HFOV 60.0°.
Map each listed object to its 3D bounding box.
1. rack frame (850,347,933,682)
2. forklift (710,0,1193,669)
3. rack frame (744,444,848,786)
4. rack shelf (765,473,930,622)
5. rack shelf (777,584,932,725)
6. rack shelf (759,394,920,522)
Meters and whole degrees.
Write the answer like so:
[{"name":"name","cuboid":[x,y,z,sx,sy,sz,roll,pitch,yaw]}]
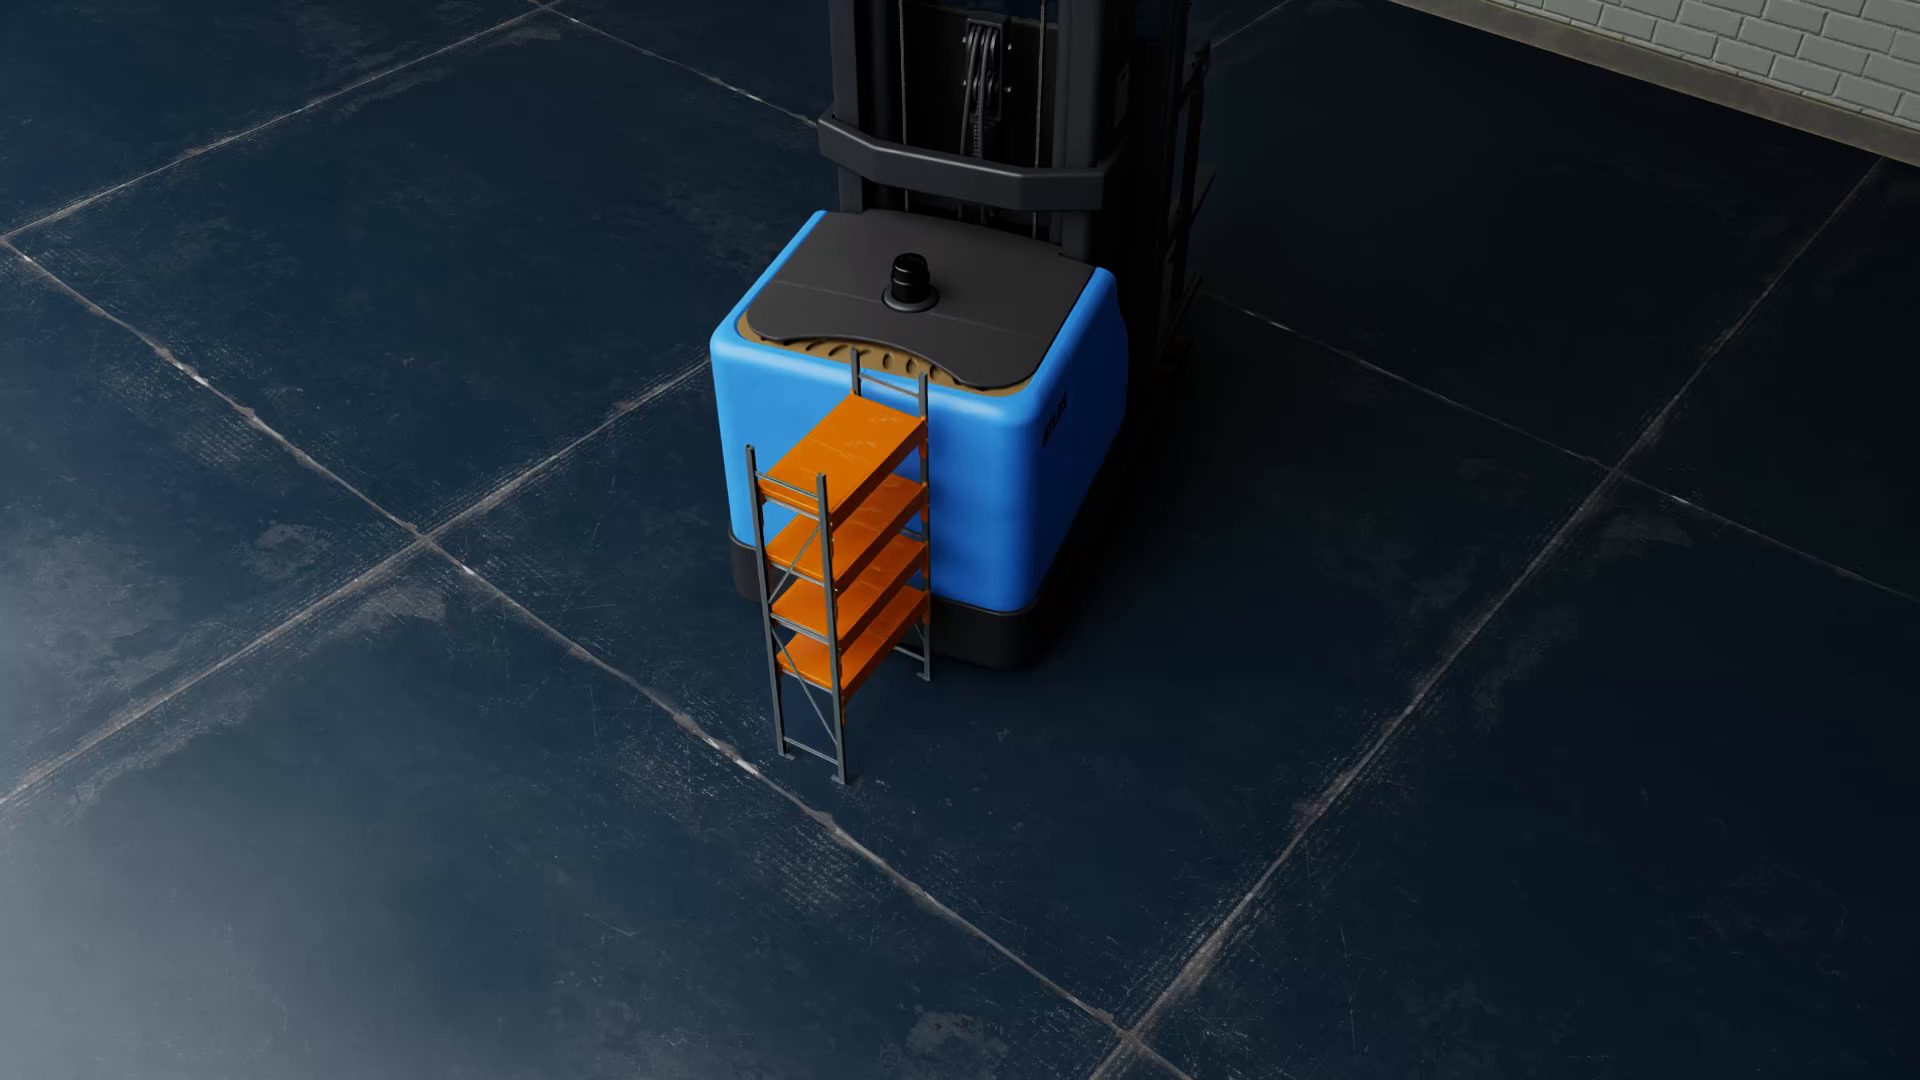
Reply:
[{"name":"rack frame","cuboid":[-0.194,-0.040,4.902,0.240,1.200,0.015,22,47,22]},{"name":"forklift","cuboid":[0.059,-1.316,5.066,1.129,2.867,1.939,14,44,15]},{"name":"rack frame","cuboid":[-0.441,0.243,4.591,0.240,1.200,0.015,22,47,22]},{"name":"rack shelf","cuboid":[-0.318,-0.014,4.641,0.258,0.148,0.480,22,47,22]},{"name":"rack shelf","cuboid":[-0.318,0.298,4.925,0.258,0.148,0.480,22,47,22]},{"name":"rack shelf","cuboid":[-0.318,-0.218,4.456,0.221,0.050,0.457,22,47,22]}]
